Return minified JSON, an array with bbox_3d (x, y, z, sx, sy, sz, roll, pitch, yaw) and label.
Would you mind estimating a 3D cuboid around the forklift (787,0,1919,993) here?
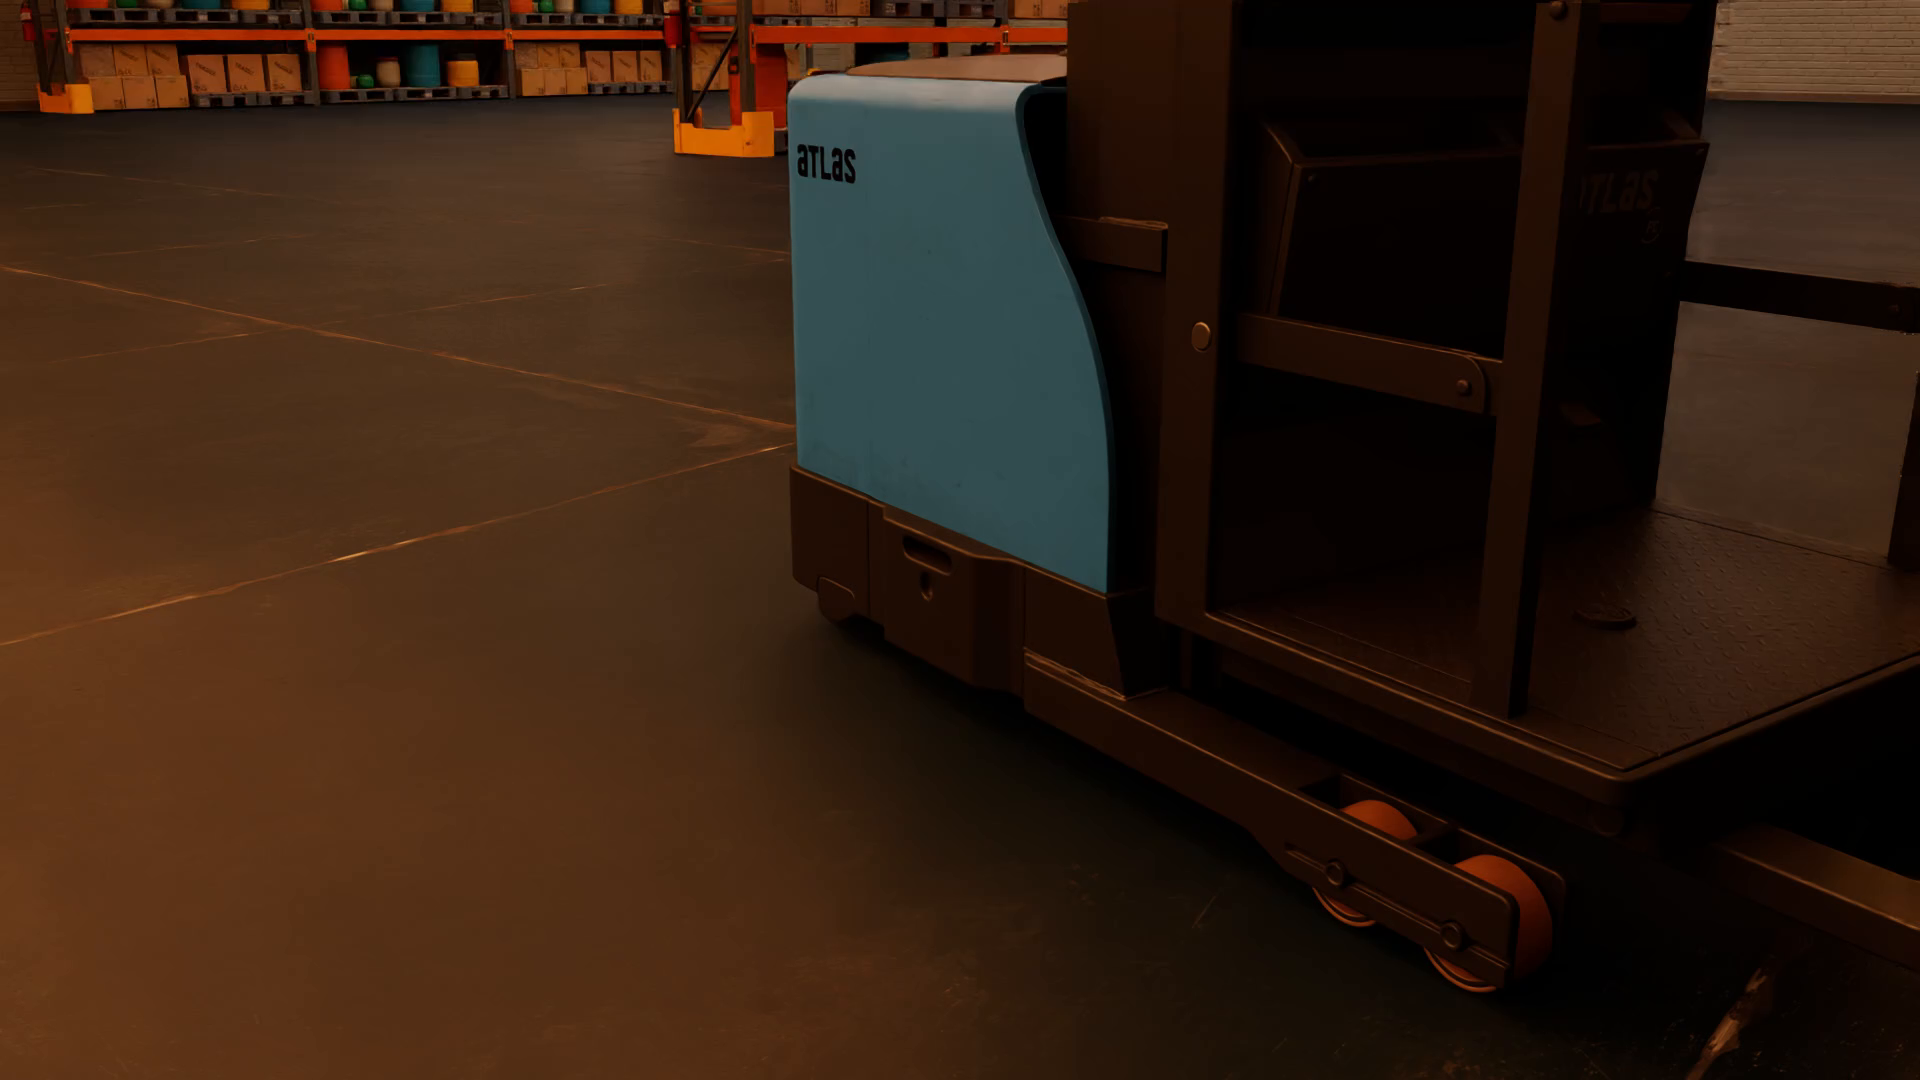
[{"bbox_3d":[0.907,-0.996,2.178,1.130,2.935,3.031,-11,20,-33],"label":"forklift"}]
